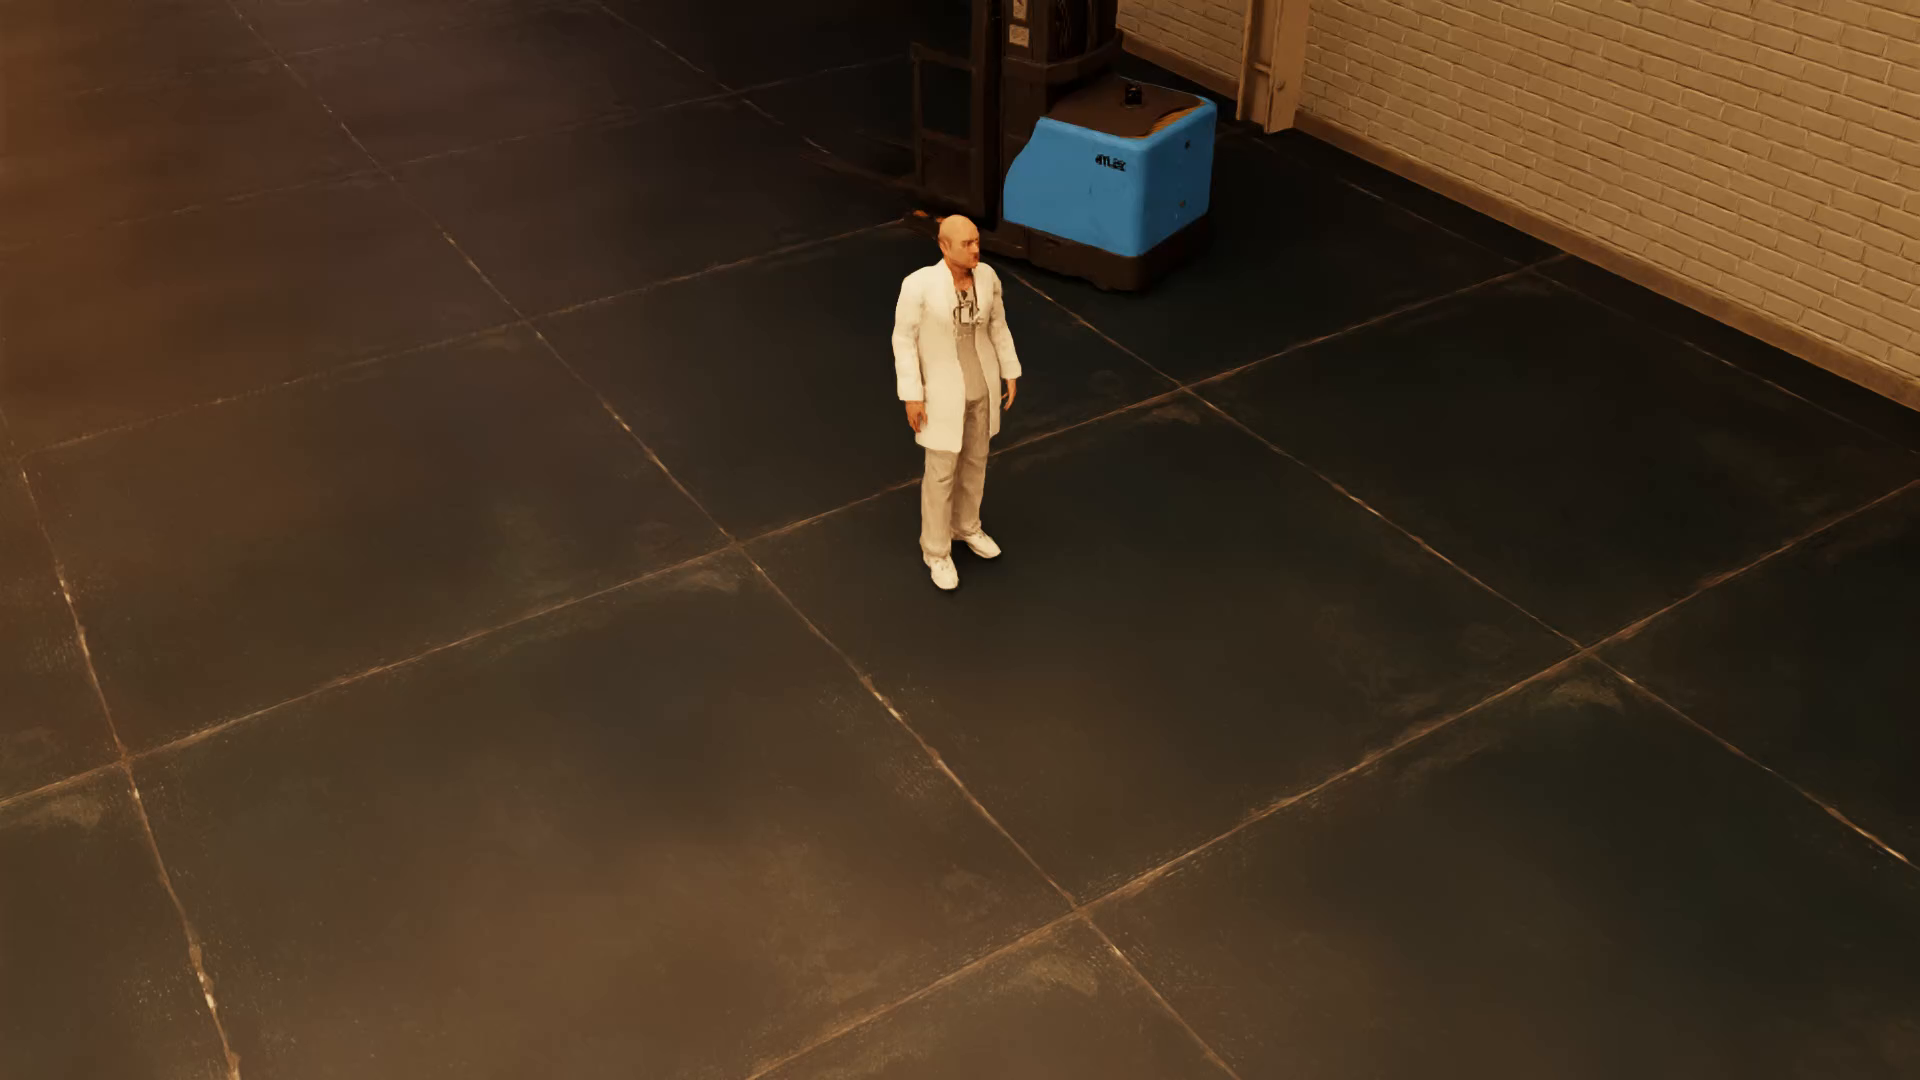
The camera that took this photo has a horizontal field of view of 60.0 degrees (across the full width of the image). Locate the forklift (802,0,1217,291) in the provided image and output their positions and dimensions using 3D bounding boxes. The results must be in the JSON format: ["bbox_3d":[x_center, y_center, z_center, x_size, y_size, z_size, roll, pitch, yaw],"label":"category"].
[{"bbox_3d":[0.232,-3.512,11.145,3.031,2.935,1.130,23,41,29],"label":"forklift"}]

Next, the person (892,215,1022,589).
[{"bbox_3d":[0.046,-0.688,8.117,0.694,1.776,0.579,-21,40,-27],"label":"person"}]
